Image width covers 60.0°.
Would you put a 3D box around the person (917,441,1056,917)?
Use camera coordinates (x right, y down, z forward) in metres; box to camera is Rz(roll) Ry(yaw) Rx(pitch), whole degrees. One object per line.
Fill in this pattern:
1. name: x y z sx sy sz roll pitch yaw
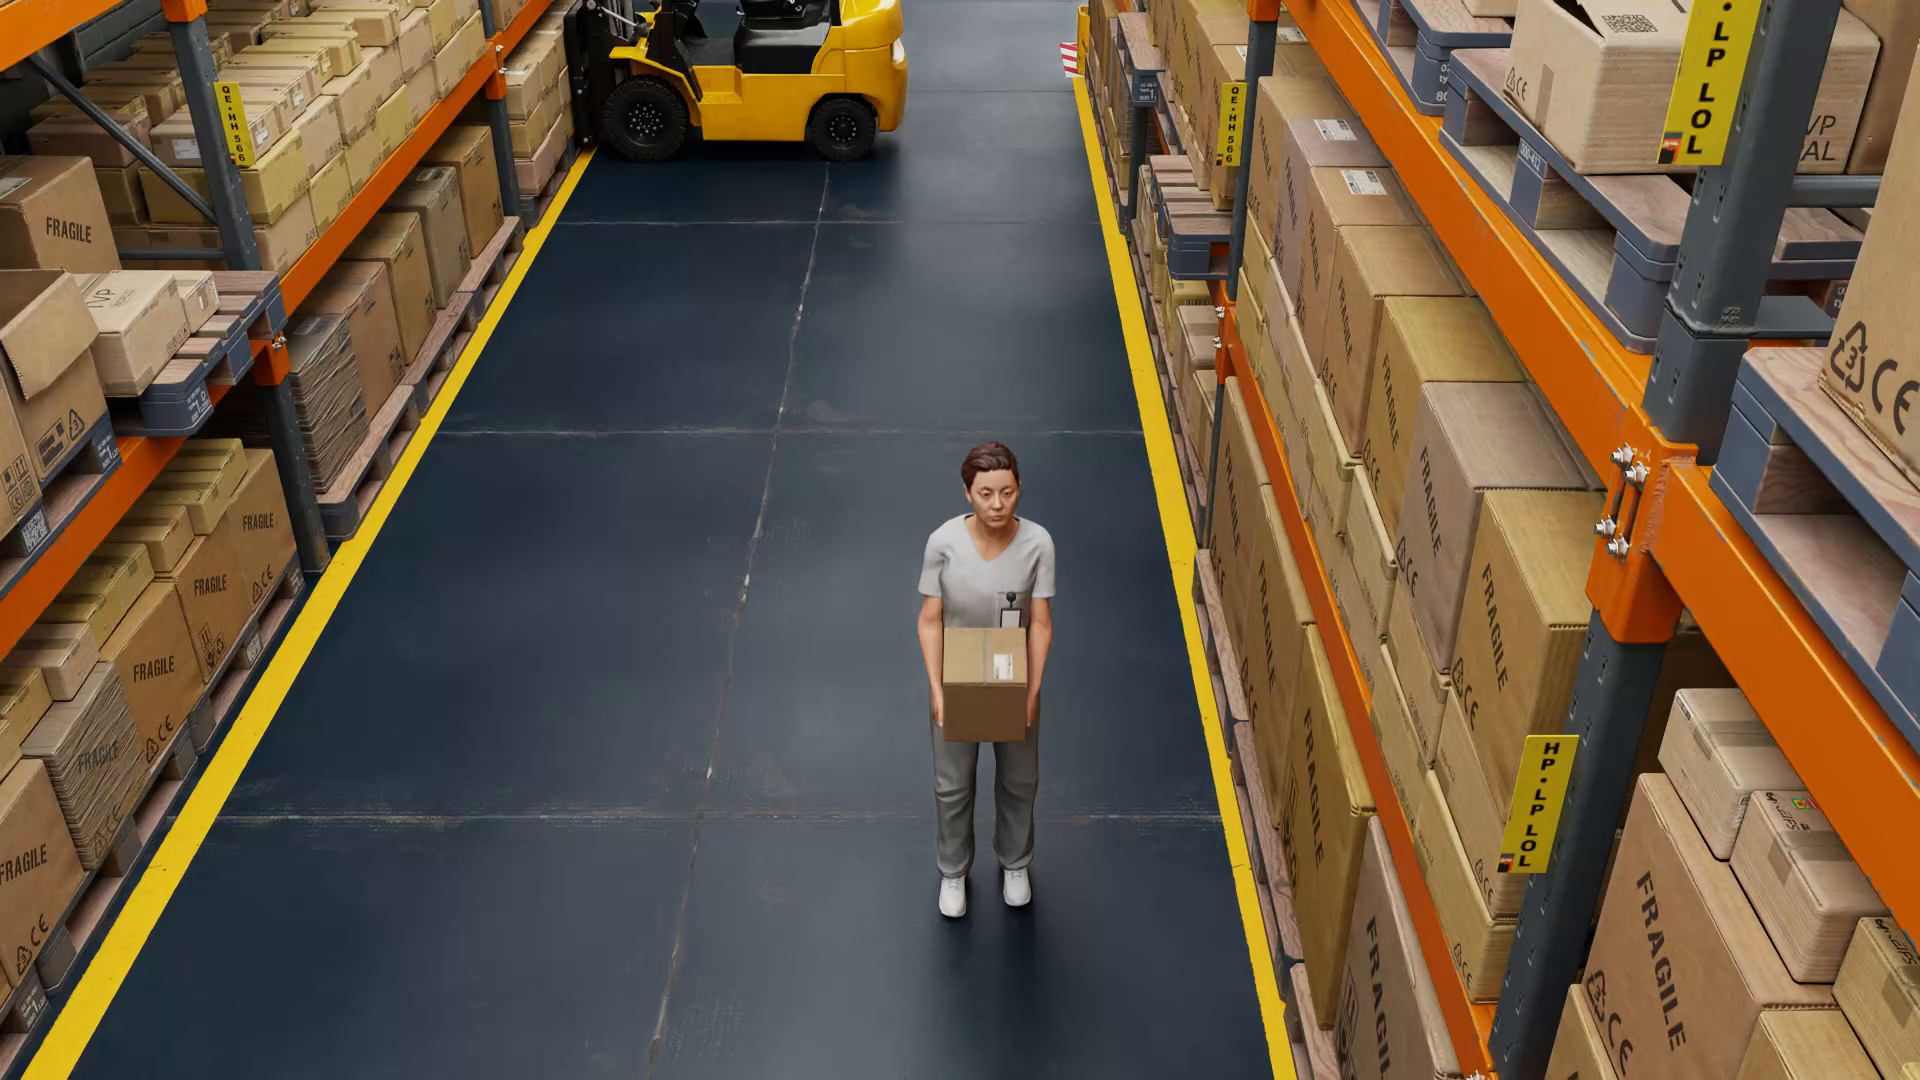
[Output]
1. person: 0.084 0.494 5.347 0.437 1.662 0.555 0 32 0
